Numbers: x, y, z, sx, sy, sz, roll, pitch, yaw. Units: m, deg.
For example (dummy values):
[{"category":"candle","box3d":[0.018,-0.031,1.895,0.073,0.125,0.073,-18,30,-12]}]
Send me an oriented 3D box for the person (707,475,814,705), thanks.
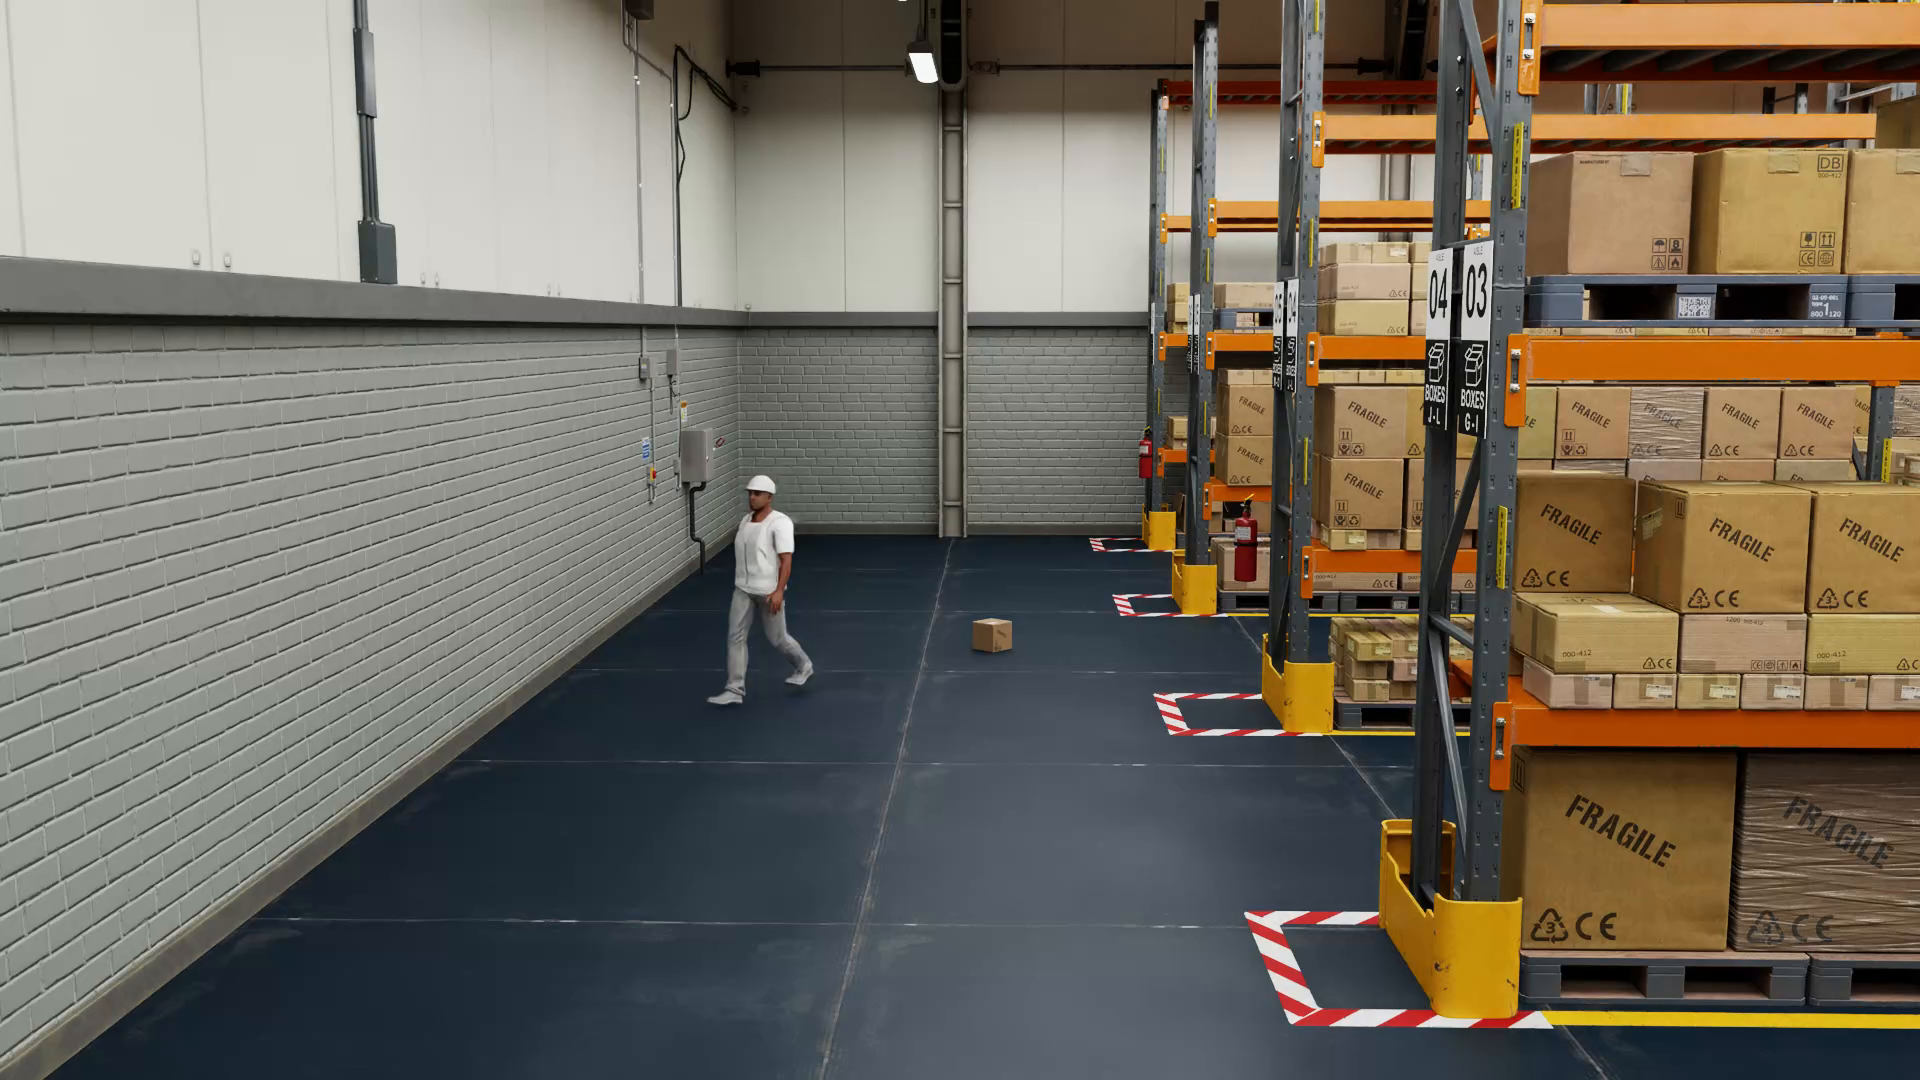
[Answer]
[{"category":"person","box3d":[-1.511,0.372,12.716,0.591,1.731,0.988,5,9,36]}]
